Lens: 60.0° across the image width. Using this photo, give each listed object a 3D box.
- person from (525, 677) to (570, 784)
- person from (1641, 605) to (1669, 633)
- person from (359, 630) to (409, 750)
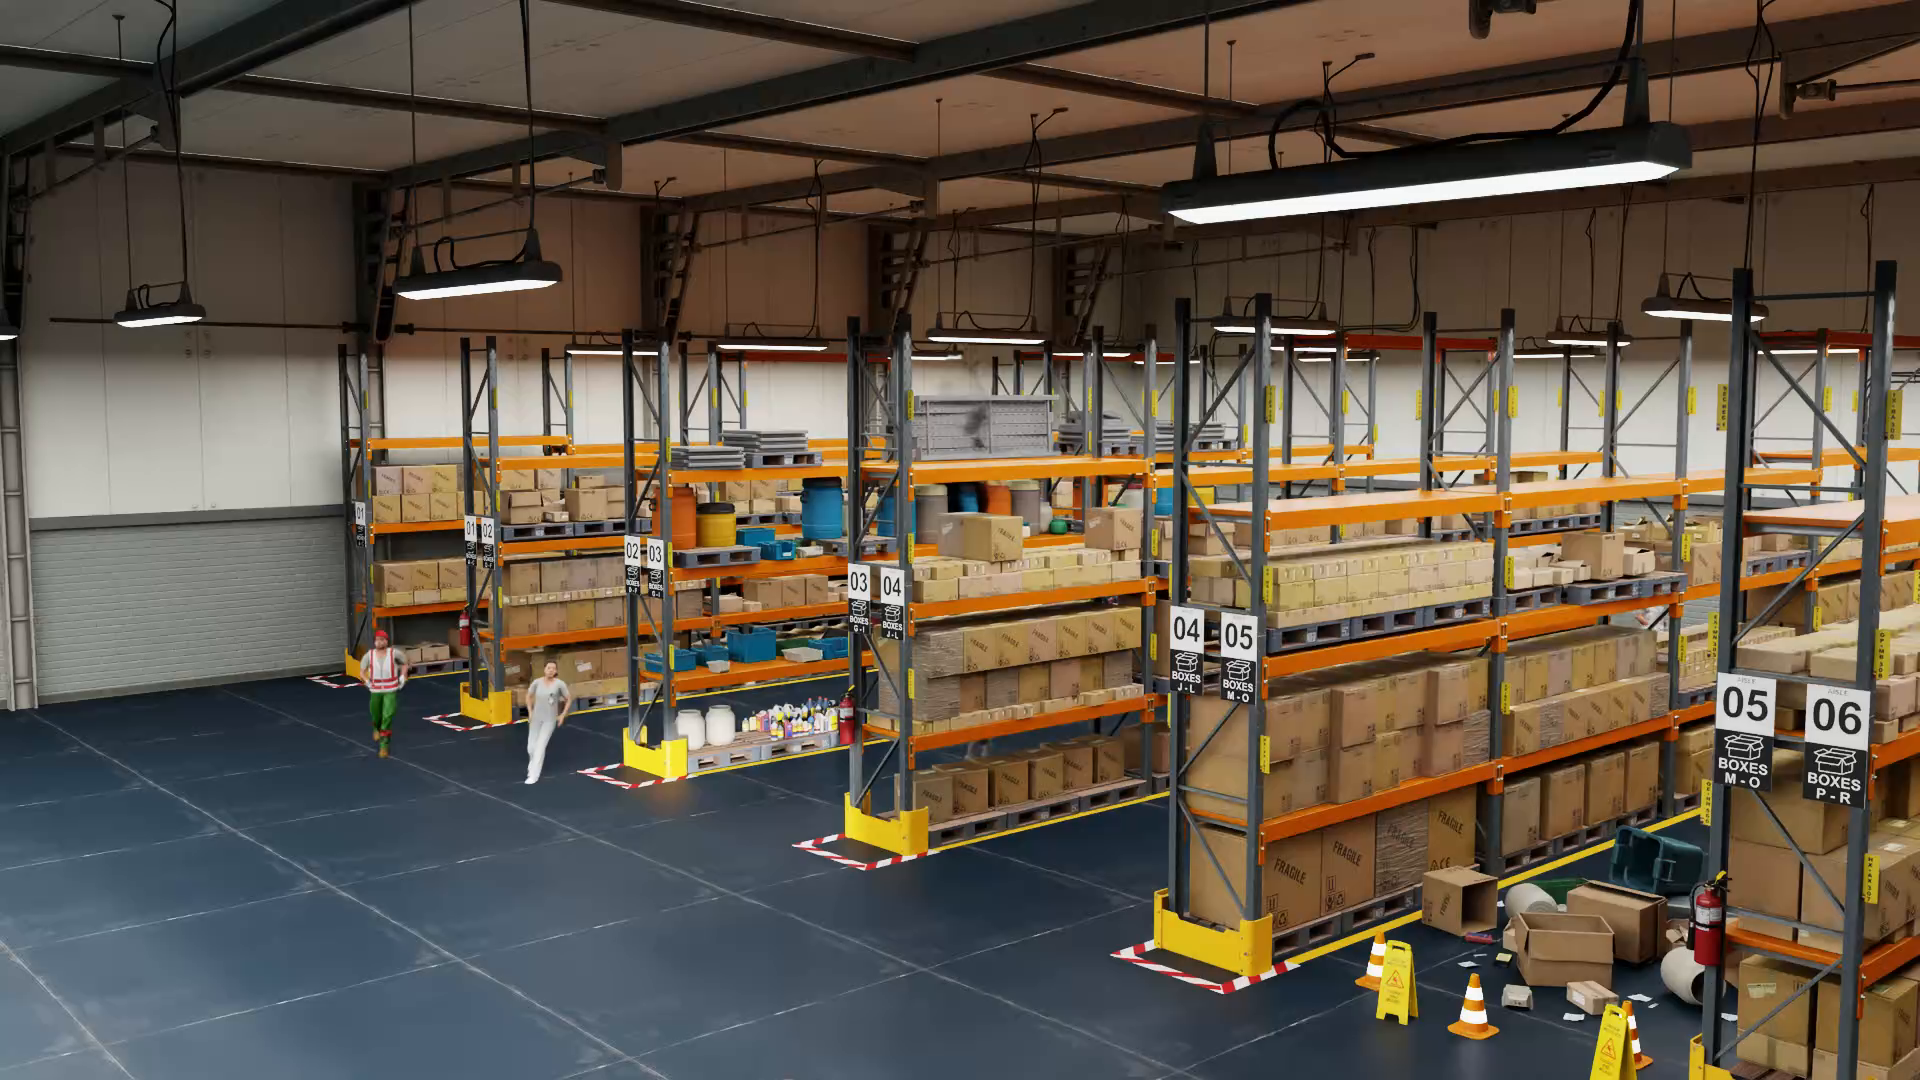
[{"bbox_3d":[-5.478,2.499,22.084,0.613,1.379,0.689,0,5,-4],"label":"person"},{"bbox_3d":[12.427,1.713,29.666,0.538,1.454,0.600,-2,6,-22],"label":"person"},{"bbox_3d":[-8.237,2.126,23.804,0.664,1.710,0.701,-1,5,-13],"label":"person"}]
